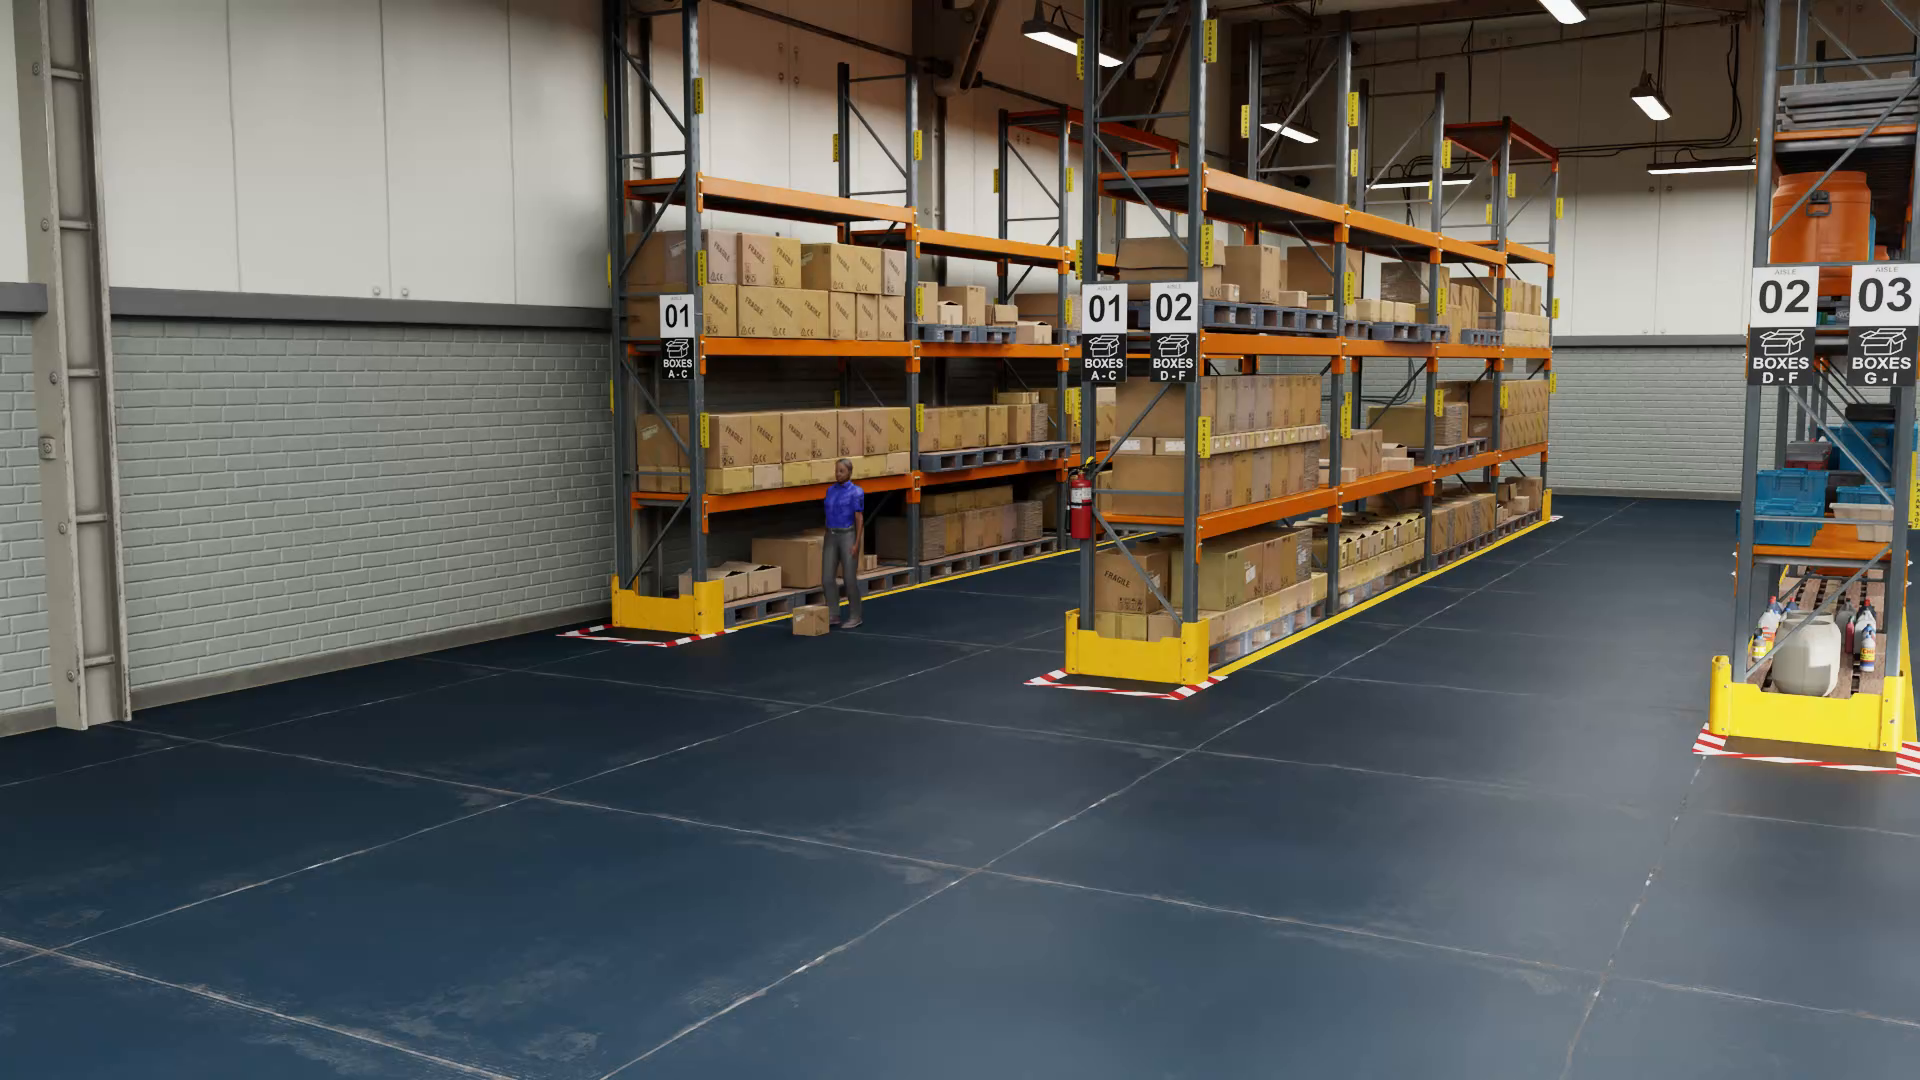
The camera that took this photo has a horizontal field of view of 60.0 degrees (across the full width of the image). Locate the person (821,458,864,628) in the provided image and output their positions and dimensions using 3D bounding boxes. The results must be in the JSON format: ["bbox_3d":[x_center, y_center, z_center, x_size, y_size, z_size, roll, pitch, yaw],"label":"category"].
[{"bbox_3d":[-1.150,0.035,16.178,0.437,1.637,0.350,4,7,30],"label":"person"}]
